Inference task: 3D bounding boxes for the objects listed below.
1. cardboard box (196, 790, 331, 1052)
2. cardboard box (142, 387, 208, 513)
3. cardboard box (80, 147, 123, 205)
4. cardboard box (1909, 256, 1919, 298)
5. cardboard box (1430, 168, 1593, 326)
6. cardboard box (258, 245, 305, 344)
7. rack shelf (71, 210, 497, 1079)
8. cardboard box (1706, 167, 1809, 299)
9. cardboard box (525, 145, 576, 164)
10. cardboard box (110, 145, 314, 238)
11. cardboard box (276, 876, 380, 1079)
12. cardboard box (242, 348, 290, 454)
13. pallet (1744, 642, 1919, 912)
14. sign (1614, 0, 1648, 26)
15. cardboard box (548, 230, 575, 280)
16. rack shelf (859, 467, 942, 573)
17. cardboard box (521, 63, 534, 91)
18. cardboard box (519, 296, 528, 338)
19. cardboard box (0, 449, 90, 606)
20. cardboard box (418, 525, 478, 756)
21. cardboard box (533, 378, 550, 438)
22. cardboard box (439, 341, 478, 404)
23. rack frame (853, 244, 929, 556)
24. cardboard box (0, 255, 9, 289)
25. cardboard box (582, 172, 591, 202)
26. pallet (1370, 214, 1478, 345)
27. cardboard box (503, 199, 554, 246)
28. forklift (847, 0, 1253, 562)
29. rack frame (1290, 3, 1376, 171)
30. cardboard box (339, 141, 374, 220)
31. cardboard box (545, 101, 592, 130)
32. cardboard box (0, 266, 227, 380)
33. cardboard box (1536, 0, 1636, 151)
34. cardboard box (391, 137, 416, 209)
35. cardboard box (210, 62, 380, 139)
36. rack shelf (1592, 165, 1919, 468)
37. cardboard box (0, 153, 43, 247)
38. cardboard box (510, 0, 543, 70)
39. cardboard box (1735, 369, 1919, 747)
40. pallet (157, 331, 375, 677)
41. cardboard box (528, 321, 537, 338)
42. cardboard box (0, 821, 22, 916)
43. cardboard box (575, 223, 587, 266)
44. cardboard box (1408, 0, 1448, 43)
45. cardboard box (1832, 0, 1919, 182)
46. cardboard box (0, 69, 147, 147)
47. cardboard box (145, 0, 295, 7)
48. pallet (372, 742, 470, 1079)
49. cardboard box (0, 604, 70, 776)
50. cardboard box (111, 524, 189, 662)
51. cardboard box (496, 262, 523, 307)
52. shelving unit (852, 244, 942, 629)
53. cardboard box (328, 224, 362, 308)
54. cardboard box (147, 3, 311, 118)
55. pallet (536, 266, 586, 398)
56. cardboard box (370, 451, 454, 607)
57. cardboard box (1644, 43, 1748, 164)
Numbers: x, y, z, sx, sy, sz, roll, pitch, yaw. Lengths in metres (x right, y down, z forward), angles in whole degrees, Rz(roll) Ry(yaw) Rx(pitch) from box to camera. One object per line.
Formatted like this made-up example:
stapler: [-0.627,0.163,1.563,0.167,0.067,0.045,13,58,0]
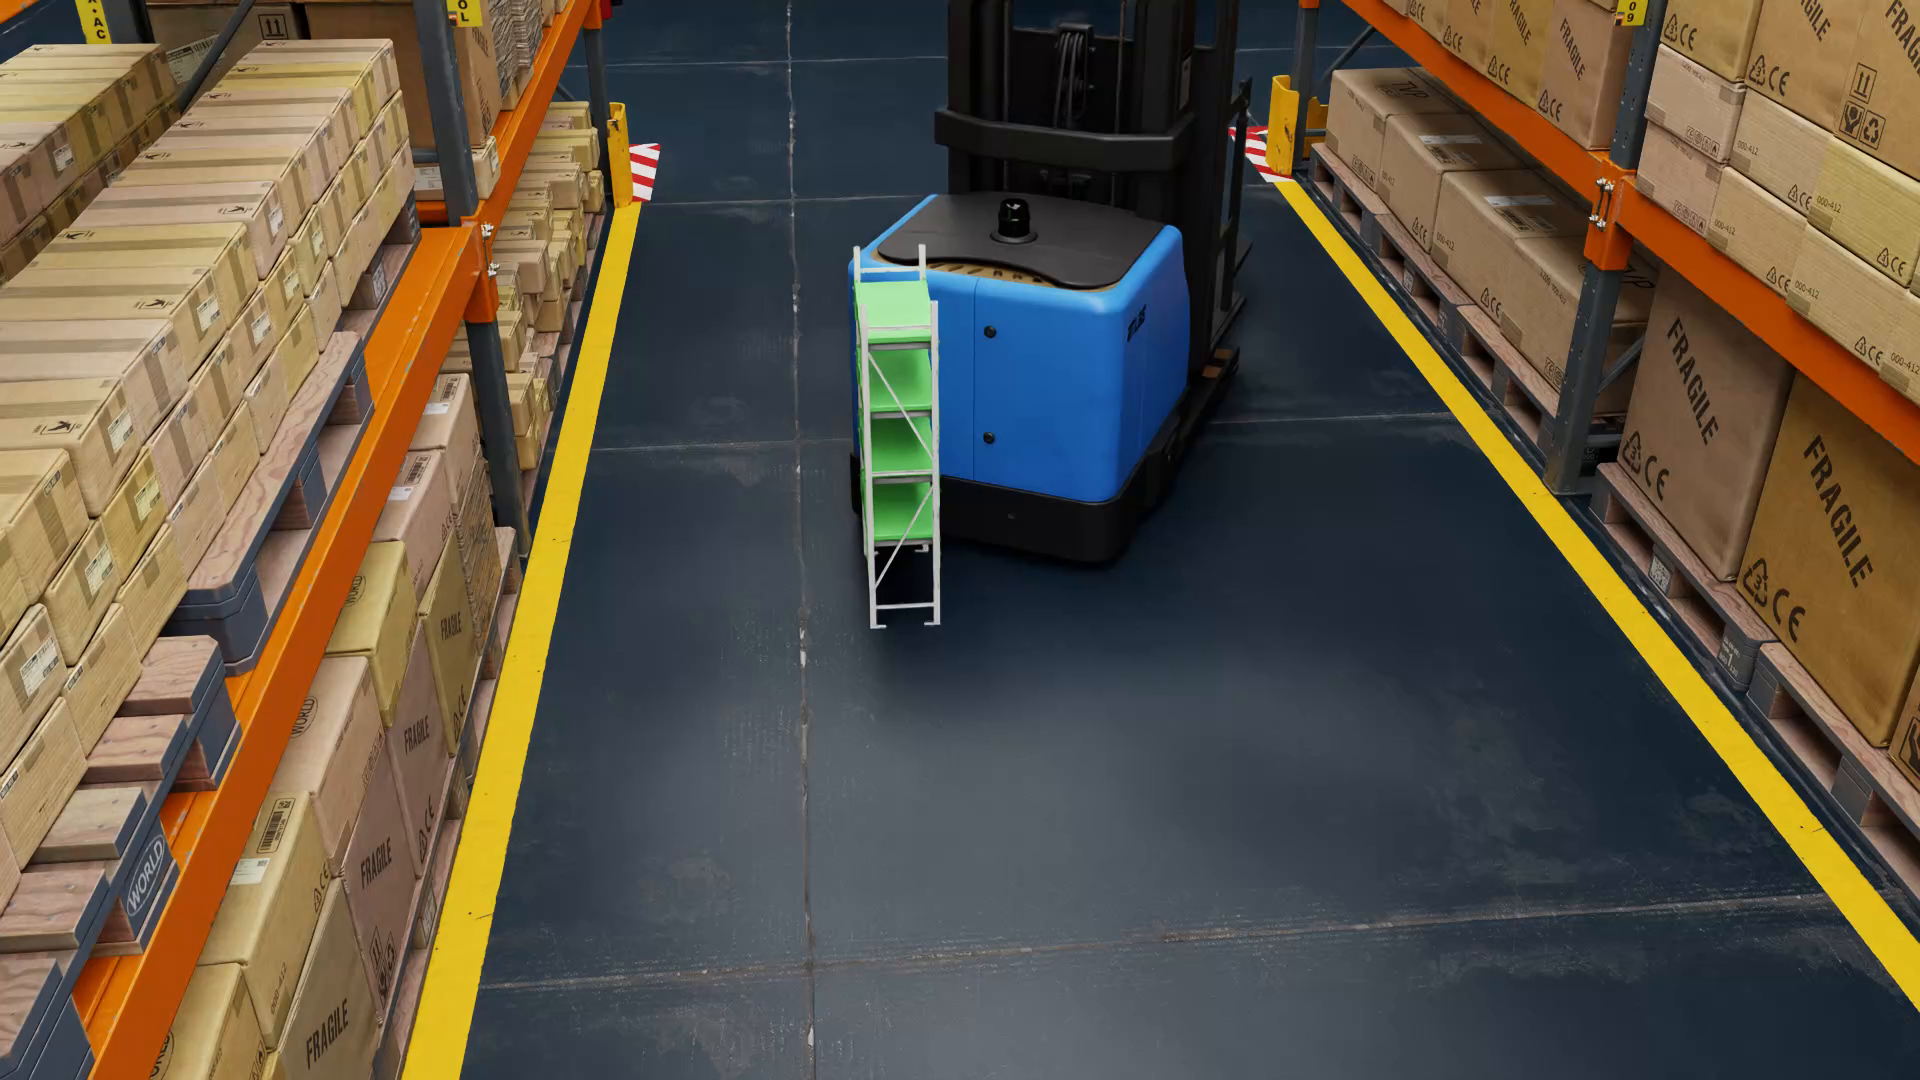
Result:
cardboard box: [-1.593,0.770,3.333,0.500,0.250,0.500,-3,31,-5]
cardboard box: [-1.669,-0.166,3.148,0.380,0.149,0.250,-3,31,-5]
cardboard box: [-2.466,-0.934,4.434,0.380,0.149,0.250,-2,31,-3]
cardboard box: [2.730,-0.640,4.055,0.500,0.250,0.500,-4,31,-6]
cardboard box: [2.787,-1.373,7.712,0.875,0.438,0.875,-4,31,-6]
cardboard box: [-1.735,-0.555,3.799,0.380,0.149,0.250,-3,31,-4]
rack shelf: [-1.909,0.109,3.844,1.077,0.370,4.000,-3,31,-5]
cardboard box: [2.651,-0.944,5.051,0.500,0.250,0.500,-3,31,-6]
cardboard box: [-2.090,-1.824,8.170,0.380,0.149,0.250,-4,31,-7]
cardboard box: [-1.771,-0.824,3.960,0.380,0.149,0.250,-4,31,-6]
cardboard box: [-1.585,1.084,3.538,0.500,0.500,0.500,-2,31,-4]
cardboard box: [-1.712,-0.299,3.661,0.380,0.149,0.250,-4,31,-6]
pallet: [3.087,0.702,4.869,1.003,0.211,1.213,-3,31,-5]
sign: [2.271,-1.888,5.564,0.100,0.325,0.005,-3,31,-5]
cardboard box: [-1.966,-1.291,7.567,0.380,0.149,0.250,-2,31,-4]
rack shelf: [-0.213,-0.081,5.808,0.258,0.148,0.480,-3,31,-5]
cardboard box: [-1.968,-1.943,6.823,0.380,0.149,0.250,-1,31,-2]
cardboard box: [-2.005,-0.891,6.897,0.380,0.149,0.250,-4,31,-7]
cardboard box: [-1.619,-0.014,2.604,0.380,0.149,0.250,-3,31,-5]
cardboard box: [-1.728,0.300,4.851,0.500,0.500,0.500,-3,31,-6]
cardboard box: [-1.835,-0.514,6.557,0.380,0.149,0.250,-2,31,-3]
cardboard box: [-1.922,-0.619,6.151,0.380,0.149,0.250,-2,31,-3]
rack frame: [-0.236,-0.466,5.861,0.240,1.200,0.015,-3,31,-5]
cardboard box: [-2.389,-0.528,3.755,0.380,0.149,0.250,-3,31,-5]
cardboard box: [-2.086,-1.826,8.463,0.380,0.149,0.250,-4,31,-7]
pallet: [2.713,-1.329,8.269,1.003,0.211,1.213,-3,31,-5]
cardboard box: [-2.042,-1.418,7.489,0.380,0.149,0.250,-3,31,-4]
forklift: [0.599,-1.920,6.607,1.130,2.935,3.031,11,33,18]
rack frame: [2.449,-3.552,9.271,1.000,3.000,0.127,-3,31,-5]
cardboard box: [-1.816,-0.966,4.488,0.380,0.149,0.250,-1,31,-2]
cardboard box: [-2.168,-2.217,8.827,0.380,0.149,0.250,-2,31,-4]
cardboard box: [-1.697,-0.423,3.288,0.380,0.149,0.250,-2,31,-3]
cardboard box: [2.525,-1.777,6.203,0.500,0.500,0.500,-2,31,-4]
cardboard box: [-1.862,-1.100,5.002,0.380,0.149,0.250,-3,31,-6]
cardboard box: [-1.838,-1.216,4.616,0.380,0.149,0.250,-4,31,-6]
rack shelf: [3.010,-0.180,4.327,1.077,0.370,4.000,-3,31,-5]
cardboard box: [-2.418,-0.794,3.910,0.380,0.149,0.250,-3,31,-5]
cardboard box: [-1.956,-2.168,6.566,0.500,0.500,0.500,-3,31,-6]
cardboard box: [3.053,-0.004,4.995,0.875,0.875,0.875,-2,31,-3]
pallet: [-1.948,-0.105,3.688,1.003,0.211,1.213,-3,31,-5]
cardboard box: [-2.043,-0.902,7.205,0.380,0.149,0.250,-4,31,-7]
cardboard box: [-1.563,0.511,2.305,0.380,0.149,0.250,-3,31,-5]
cardboard box: [-2.027,-1.443,8.111,0.380,0.149,0.250,-4,31,-7]
cardboard box: [2.376,-2.564,7.519,0.500,0.500,0.500,-2,31,-3]
cardboard box: [2.698,-1.229,4.310,0.500,0.500,0.500,-3,31,-6]
cardboard box: [-2.485,-1.184,4.562,0.380,0.149,0.250,-2,31,-3]
cardboard box: [-2.409,-2.048,5.391,0.500,0.500,0.500,-4,31,-6]
pallet: [-1.904,0.998,4.373,1.003,0.211,1.213,-3,31,-5]
cardboard box: [-1.595,0.226,2.491,0.380,0.149,0.250,-1,31,-2]
cardboard box: [-1.640,0.098,2.996,0.380,0.149,0.250,-1,31,-2]
cardboard box: [-2.008,-1.021,6.824,0.380,0.149,0.250,-4,31,-6]
shelving unit: [-0.213,-0.342,5.652,0.258,1.200,0.503,-3,31,-5]
cardboard box: [-1.792,-0.712,4.353,0.380,0.149,0.250,-4,31,-7]
cardboard box: [-2.422,-1.625,5.658,0.500,0.500,0.500,-3,31,-5]
pallet: [-2.311,-0.989,7.700,1.003,0.211,1.213,-3,31,-5]
cardboard box: [-1.740,-0.019,4.653,0.500,0.250,0.500,-1,31,-2]
cardboard box: [2.584,-1.422,5.364,0.500,0.250,0.500,-4,31,-6]
